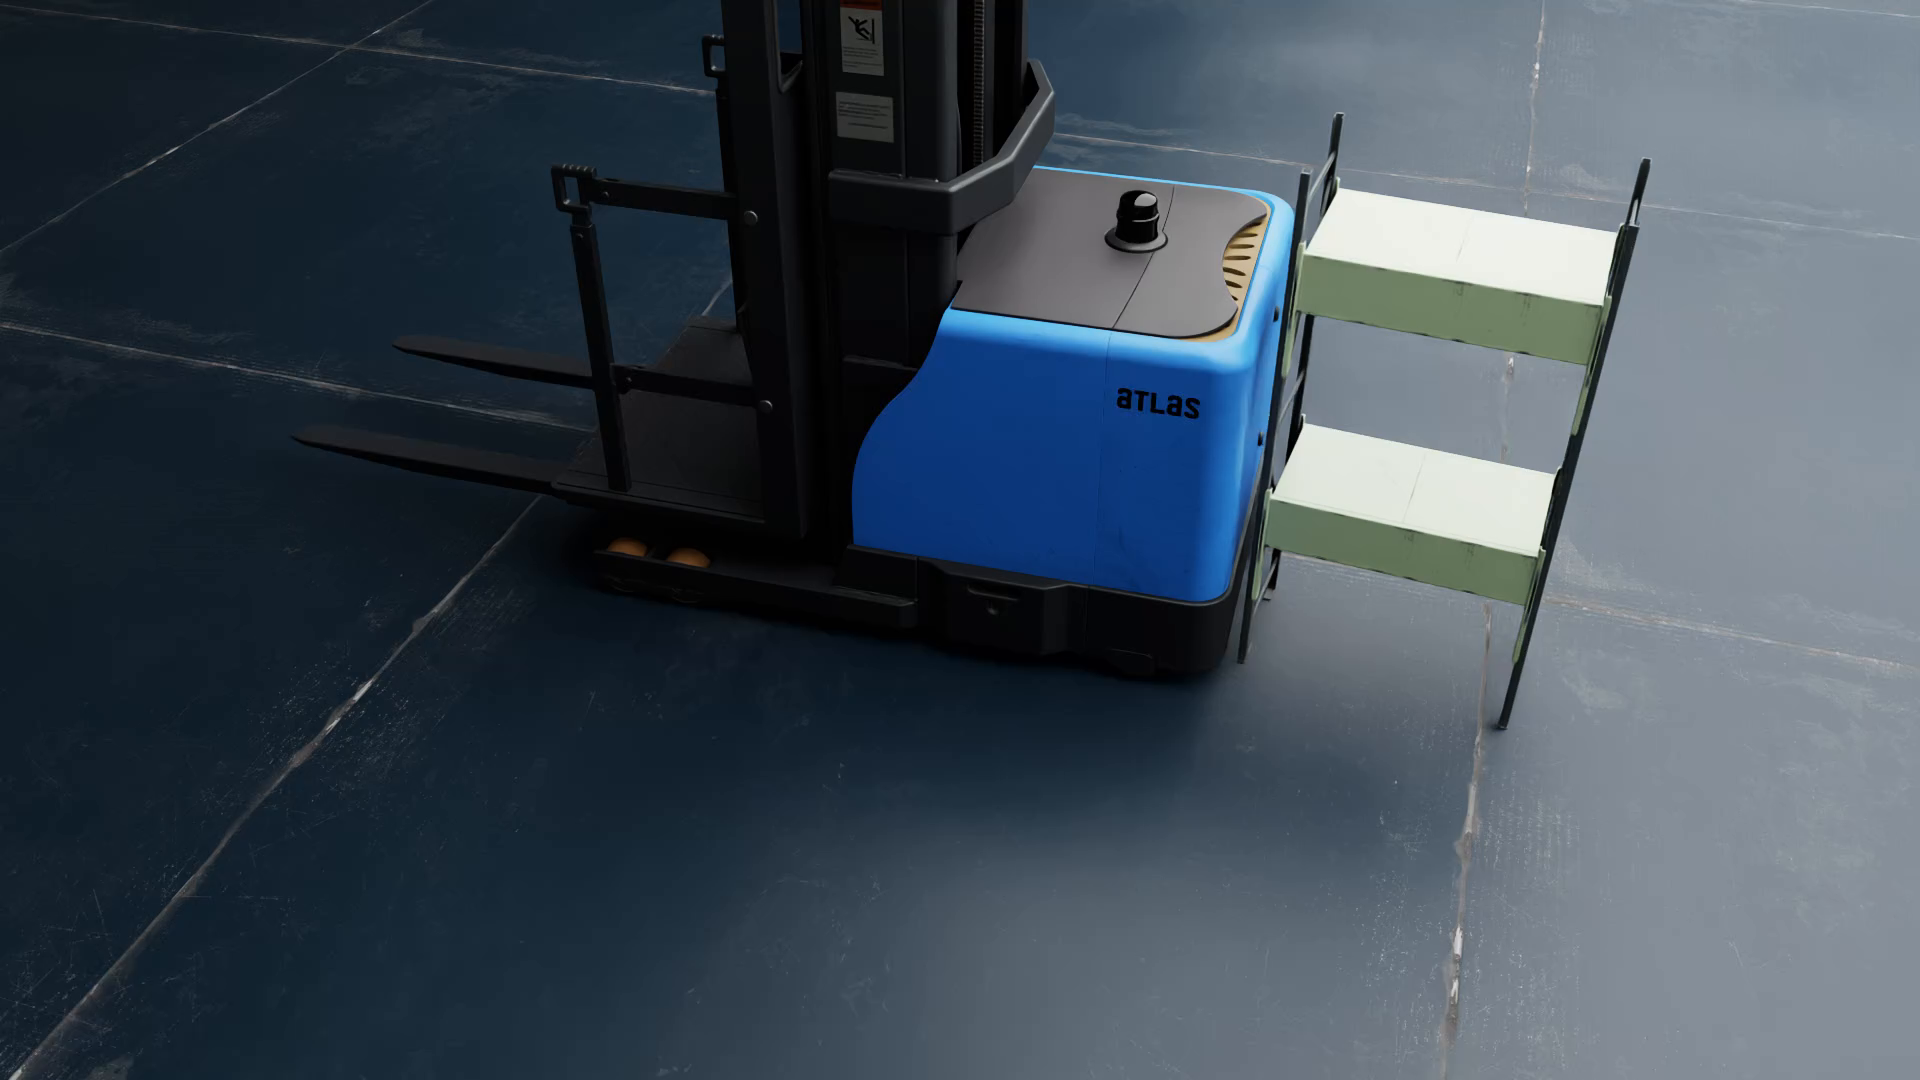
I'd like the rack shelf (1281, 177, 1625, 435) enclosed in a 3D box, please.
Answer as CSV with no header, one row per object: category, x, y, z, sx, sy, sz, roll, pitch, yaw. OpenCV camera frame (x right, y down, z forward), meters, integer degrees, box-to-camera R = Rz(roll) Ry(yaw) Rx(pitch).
rack shelf,1.220,-0.592,4.130,0.720,0.370,0.431,14,38,18

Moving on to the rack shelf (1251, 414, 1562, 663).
rack shelf,1.219,-0.015,4.555,0.720,0.370,0.431,14,38,18

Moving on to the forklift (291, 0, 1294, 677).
forklift,-0.599,-1.281,4.517,3.031,2.935,1.130,9,37,13

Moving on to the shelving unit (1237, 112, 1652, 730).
shelving unit,1.220,-0.278,4.362,0.755,1.500,0.431,14,38,18

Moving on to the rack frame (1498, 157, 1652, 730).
rack frame,1.558,-0.196,4.250,0.023,1.500,0.400,14,38,18

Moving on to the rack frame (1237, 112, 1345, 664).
rack frame,0.881,-0.360,4.473,0.023,1.500,0.400,14,38,18
